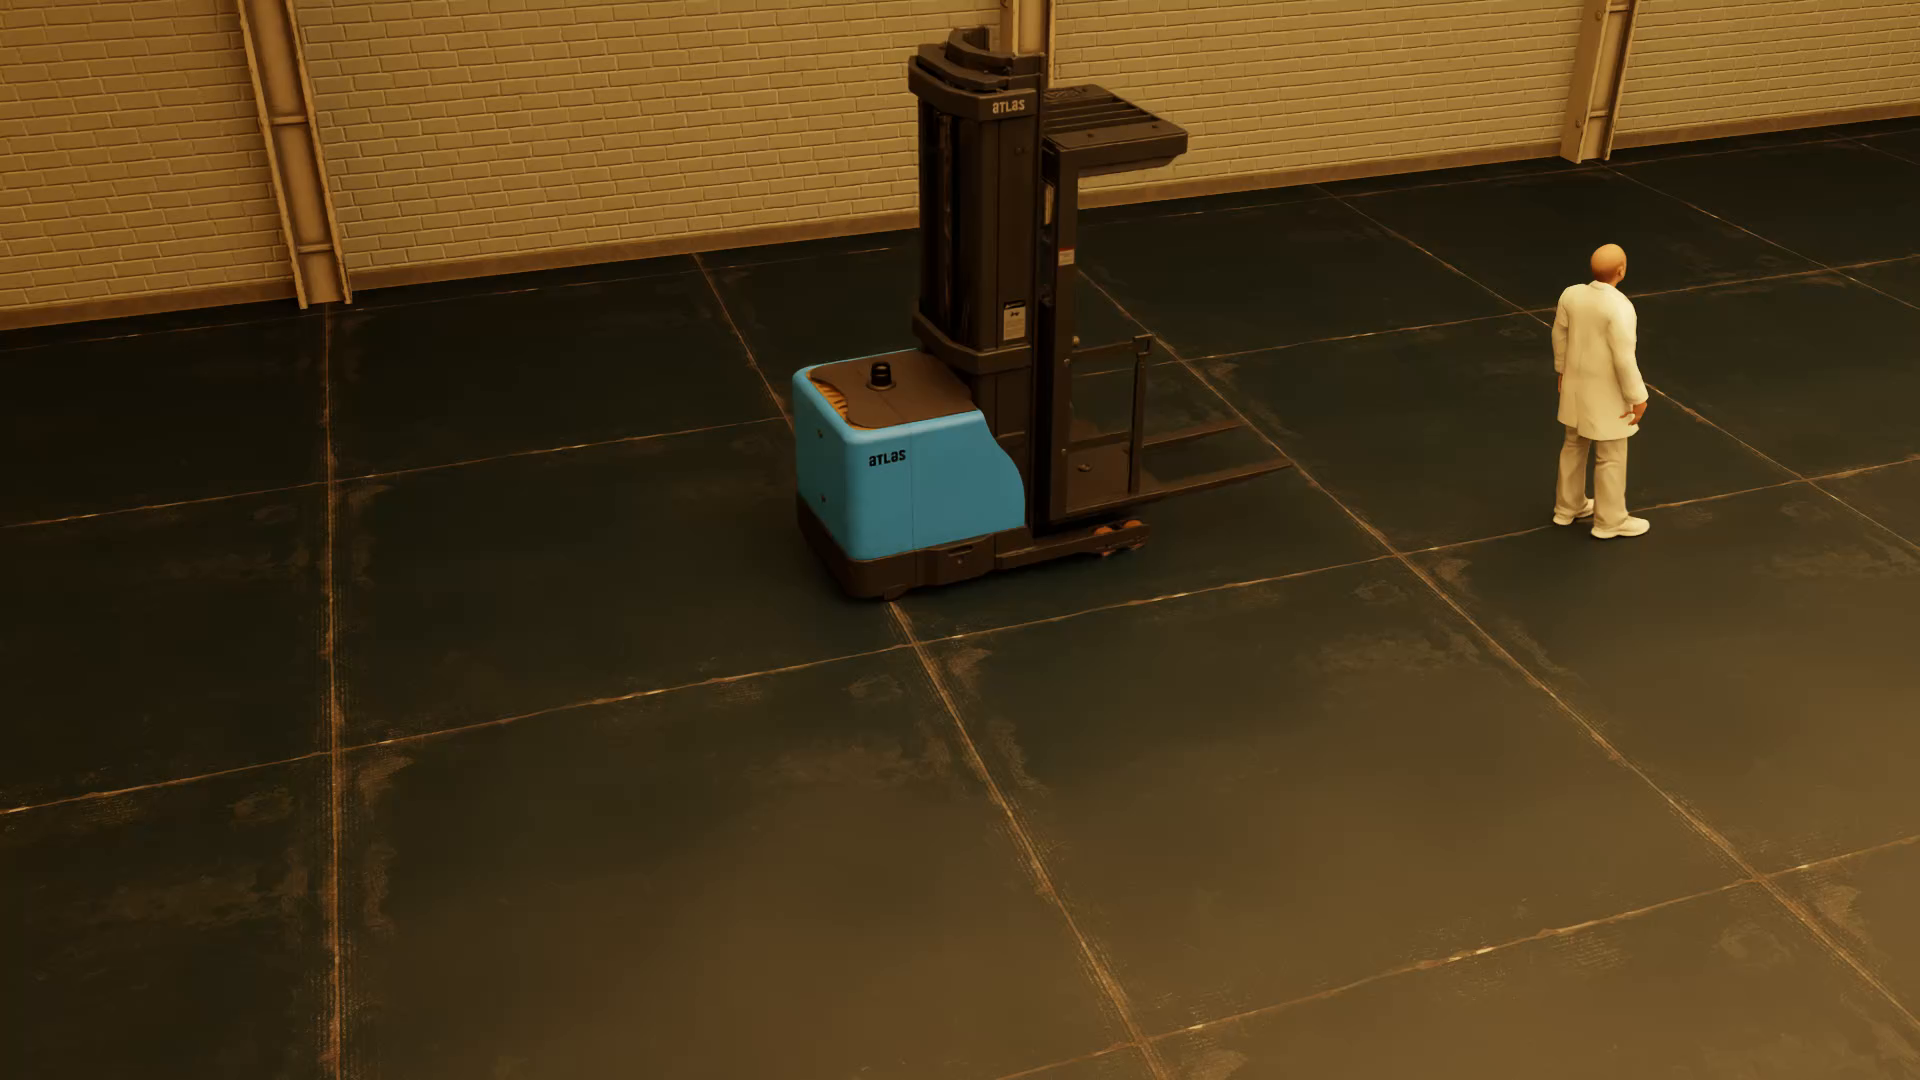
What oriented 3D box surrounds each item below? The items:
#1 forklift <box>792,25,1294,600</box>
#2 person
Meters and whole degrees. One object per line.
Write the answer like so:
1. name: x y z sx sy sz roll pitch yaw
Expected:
1. forklift: 0.578 -1.407 9.533 3.031 2.935 1.130 -12 32 -20
2. person: 3.812 -0.896 9.791 0.572 1.780 0.692 -13 32 -21
